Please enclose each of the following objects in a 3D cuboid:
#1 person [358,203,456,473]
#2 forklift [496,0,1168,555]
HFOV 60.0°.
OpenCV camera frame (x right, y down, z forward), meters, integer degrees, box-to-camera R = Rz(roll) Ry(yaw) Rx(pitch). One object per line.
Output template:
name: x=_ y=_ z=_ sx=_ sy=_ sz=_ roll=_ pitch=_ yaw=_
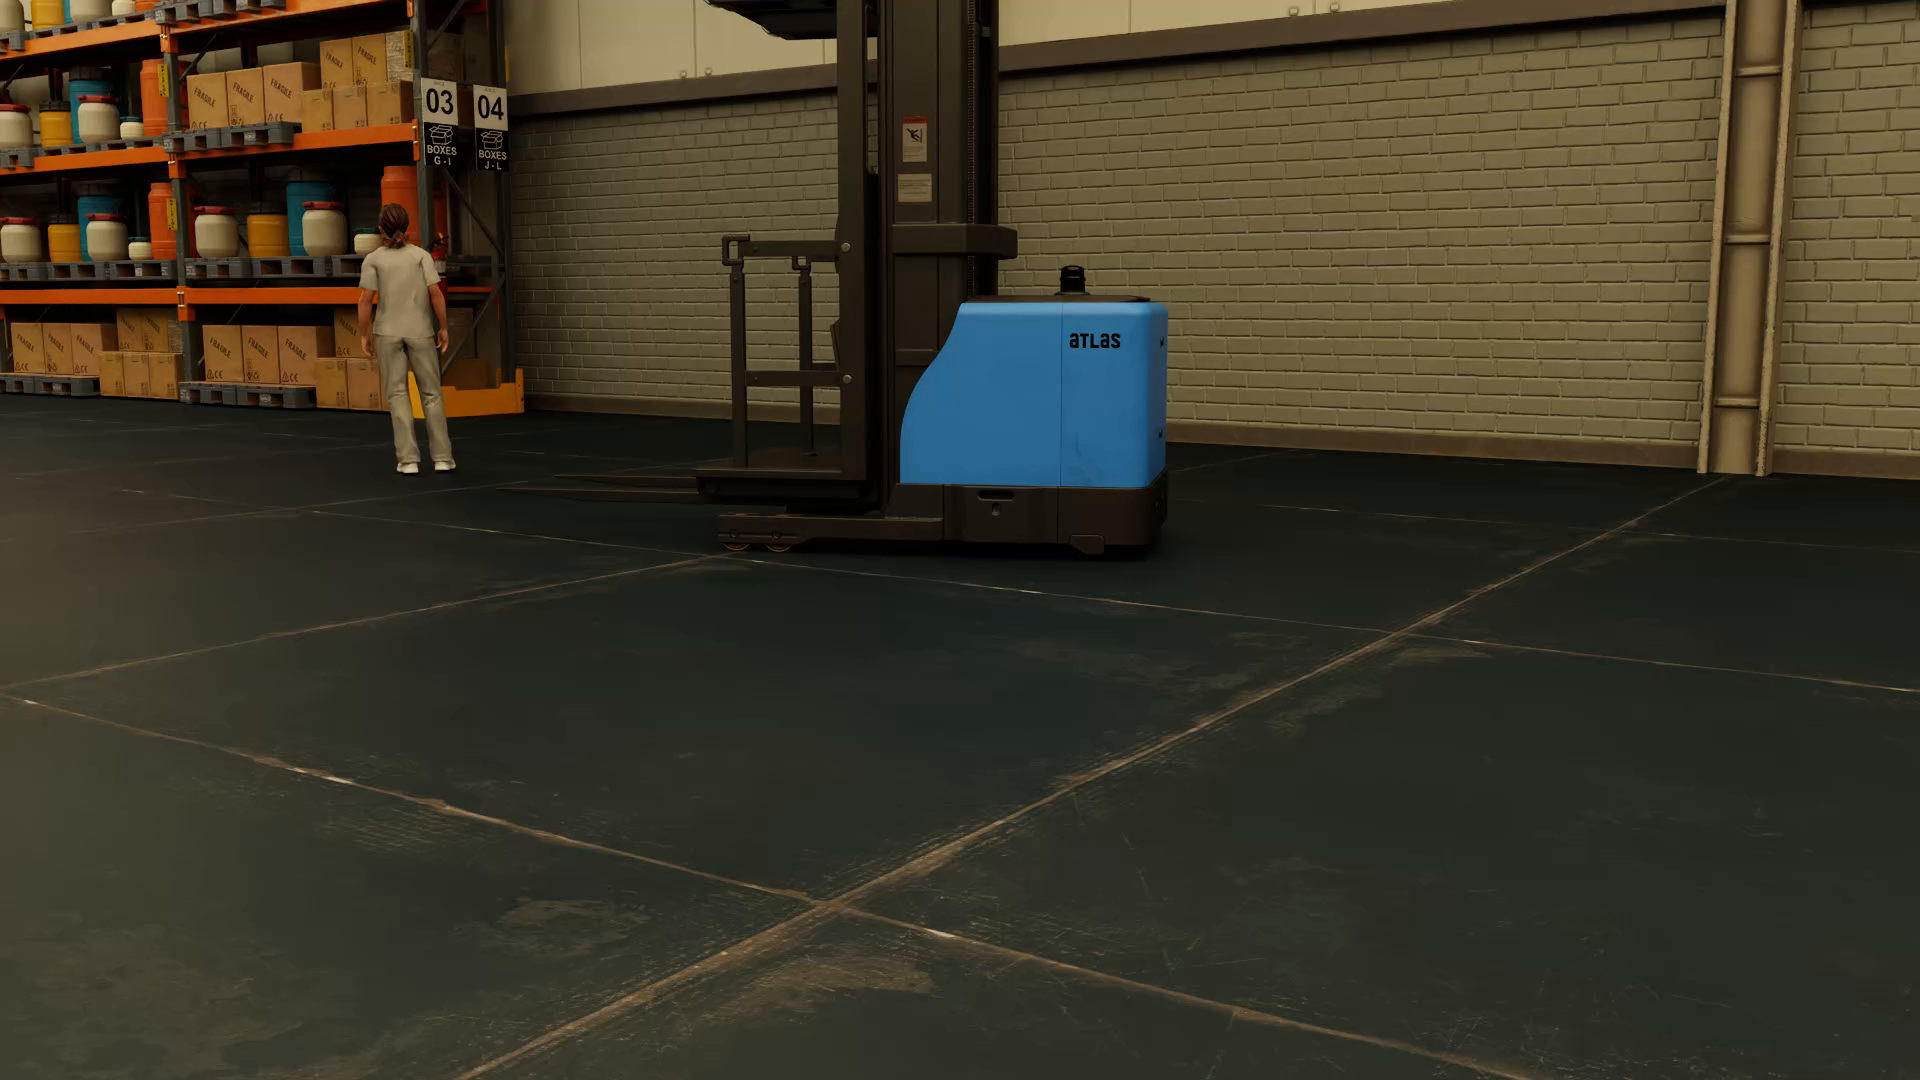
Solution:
person: x=-3.480 y=-1.253 z=10.446 sx=0.550 sy=1.663 sz=0.548 roll=-3 pitch=9 yaw=-19
forklift: x=-0.596 y=-1.469 z=7.520 sx=3.031 sy=2.935 sz=1.130 roll=2 pitch=8 yaw=12
